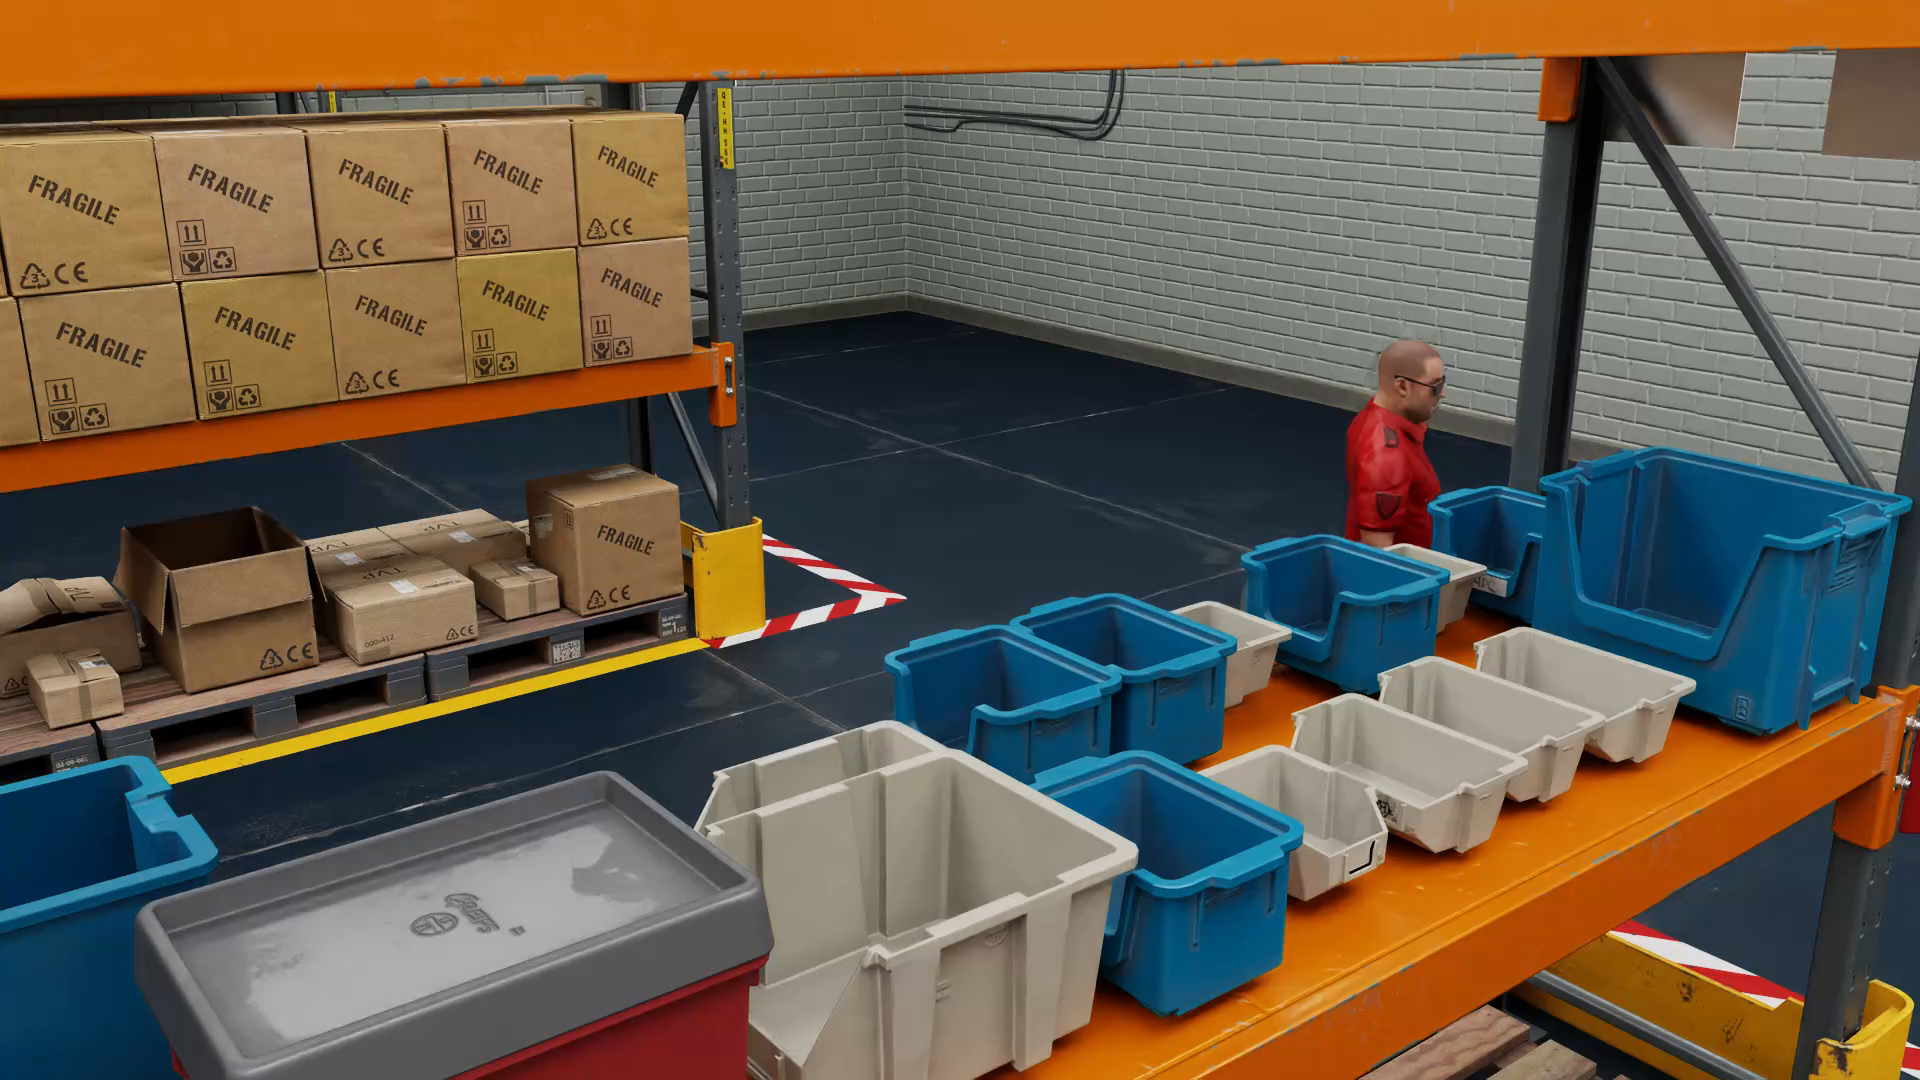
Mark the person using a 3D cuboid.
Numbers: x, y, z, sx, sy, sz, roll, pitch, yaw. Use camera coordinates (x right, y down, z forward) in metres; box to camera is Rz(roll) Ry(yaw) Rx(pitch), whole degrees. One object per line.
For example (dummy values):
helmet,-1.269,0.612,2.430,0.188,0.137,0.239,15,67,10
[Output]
person,1.303,0.189,5.390,0.556,1.713,0.562,2,18,6
